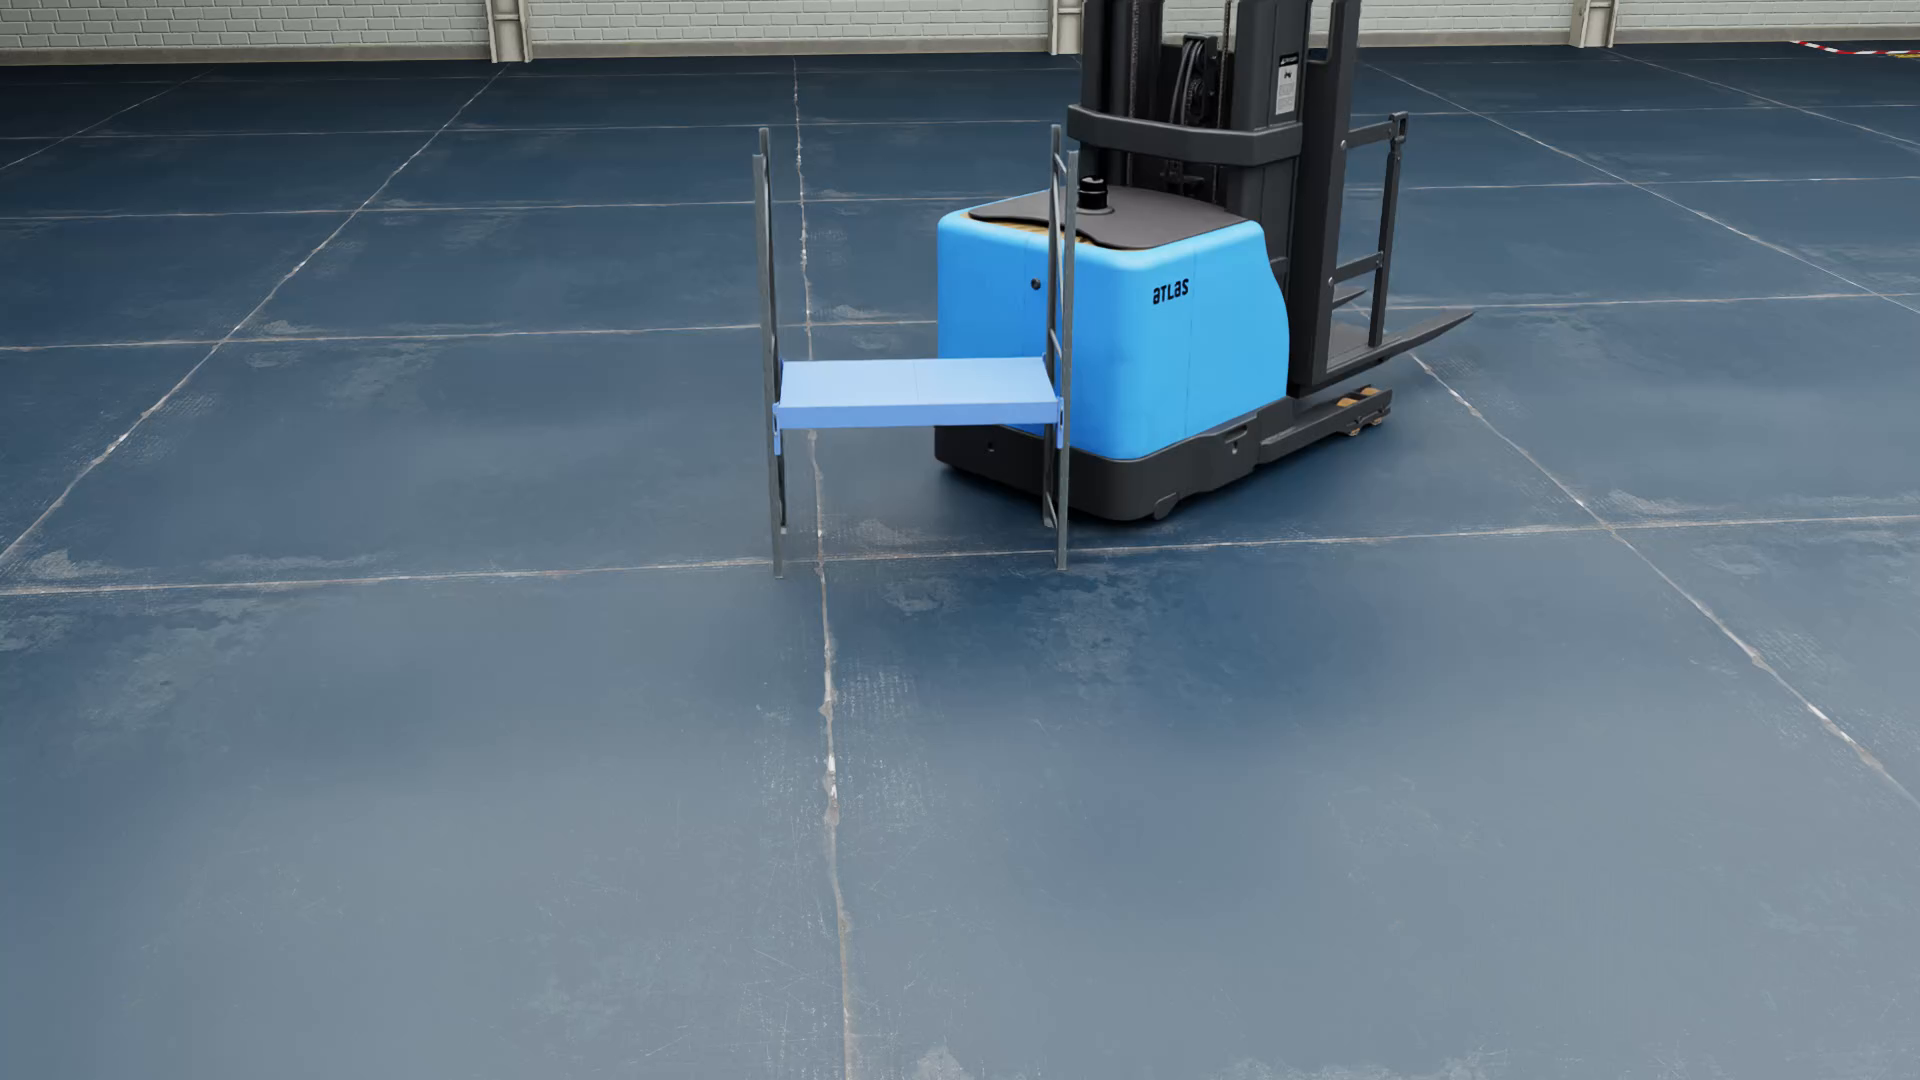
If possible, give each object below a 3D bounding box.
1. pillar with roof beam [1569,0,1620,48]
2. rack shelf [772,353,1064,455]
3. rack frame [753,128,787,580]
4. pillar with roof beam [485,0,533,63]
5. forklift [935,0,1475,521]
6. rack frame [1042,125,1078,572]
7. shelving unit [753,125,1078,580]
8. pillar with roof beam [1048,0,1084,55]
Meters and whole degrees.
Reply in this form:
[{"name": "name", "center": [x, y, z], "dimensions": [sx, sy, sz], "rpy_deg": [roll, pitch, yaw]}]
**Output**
[{"name": "pillar with roof beam", "center": [7.576, -7.986, 13.137], "dimensions": [0.400, 9.000, 9.100], "rpy_deg": [-2, 24, -5]}, {"name": "rack shelf", "center": [-0.157, -0.494, 5.957], "dimensions": [1.000, 0.185, 0.538], "rpy_deg": [-1, 24, -3]}, {"name": "rack frame", "center": [-0.664, -0.645, 5.854], "dimensions": [0.032, 1.500, 0.500], "rpy_deg": [-1, 24, -3]}, {"name": "pillar with roof beam", "center": [-4.365, -7.507, 12.060], "dimensions": [0.400, 9.000, 9.100], "rpy_deg": [-2, 24, -5]}, {"name": "forklift", "center": [1.274, -1.920, 6.960], "dimensions": [1.130, 2.935, 3.031], "rpy_deg": [21, 31, 39]}, {"name": "rack frame", "center": [0.351, -0.671, 5.914], "dimensions": [0.032, 1.500, 0.500], "rpy_deg": [-1, 24, -3]}, {"name": "shelving unit", "center": [-0.157, -0.658, 5.884], "dimensions": [1.048, 1.500, 0.538], "rpy_deg": [-1, 24, -3]}, {"name": "pillar with roof beam", "center": [1.606, -7.746, 12.598], "dimensions": [0.400, 9.000, 9.100], "rpy_deg": [-2, 24, -5]}]
